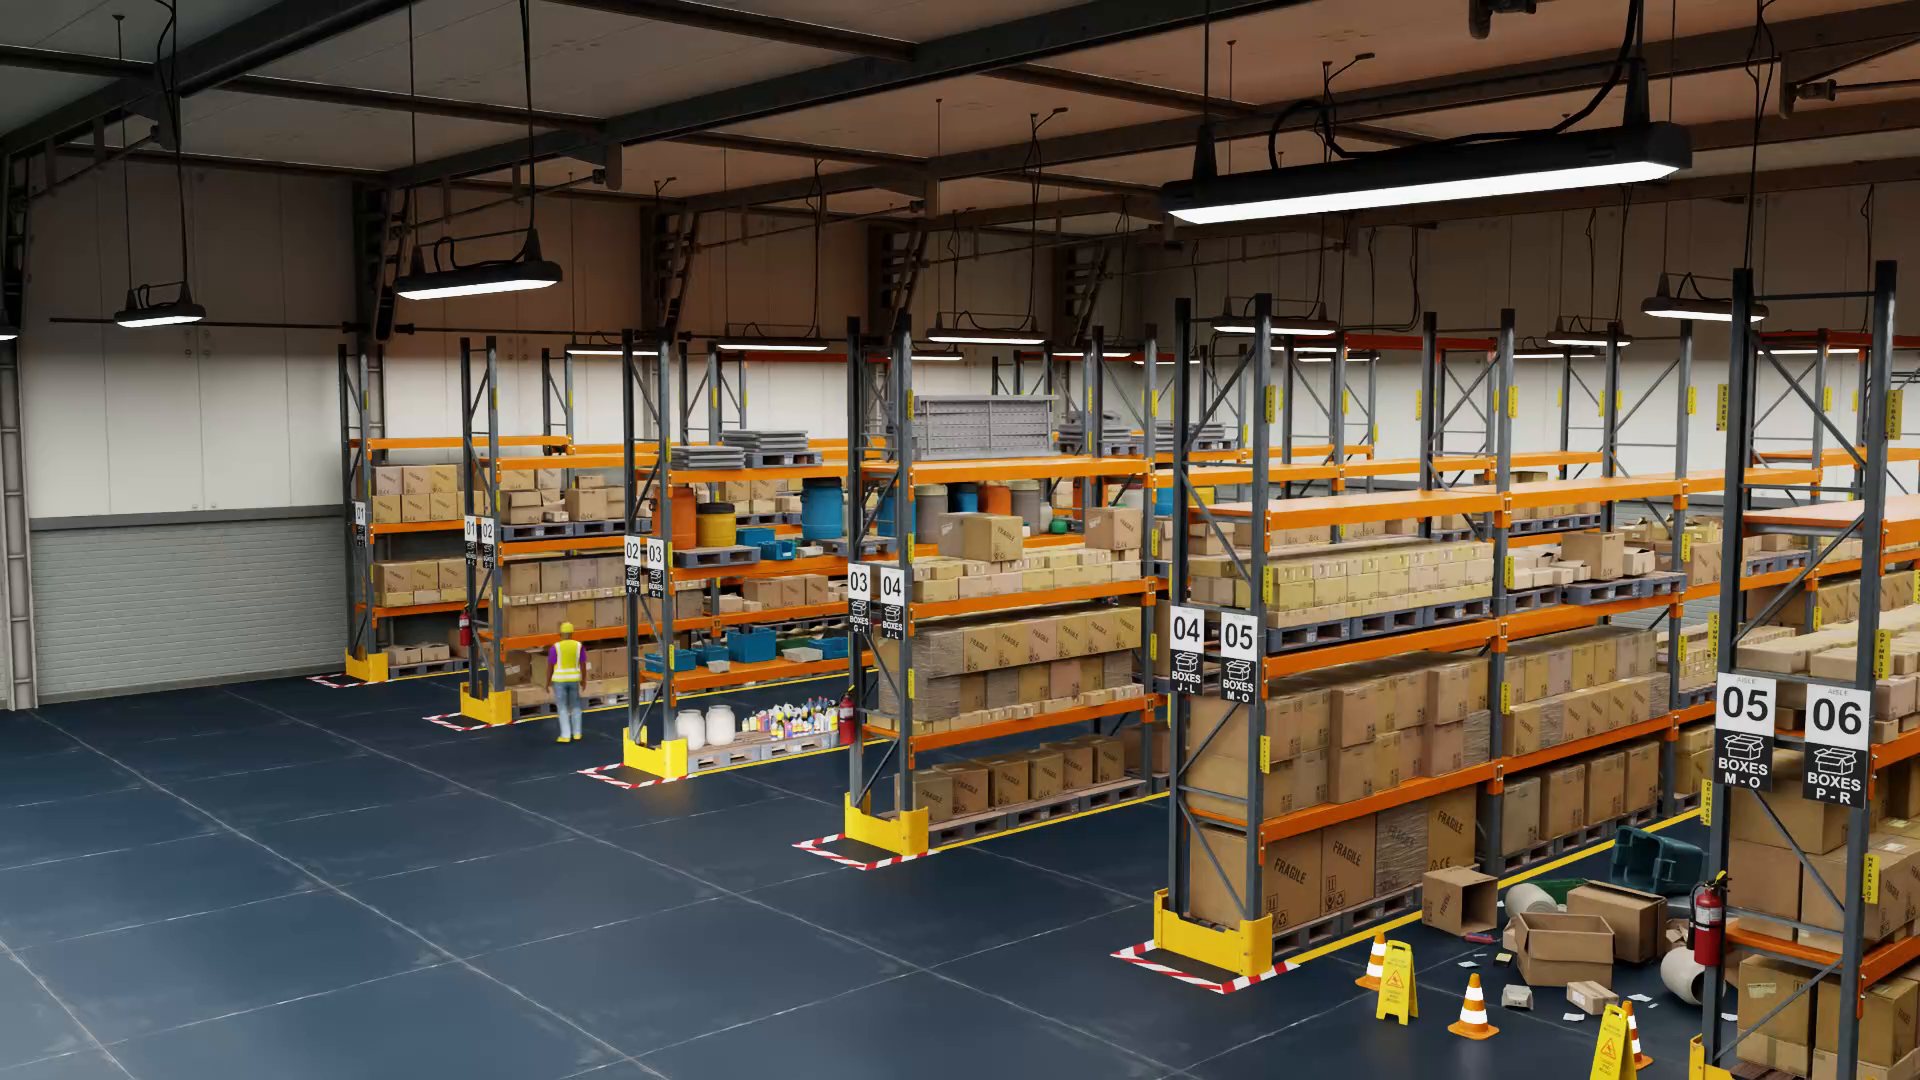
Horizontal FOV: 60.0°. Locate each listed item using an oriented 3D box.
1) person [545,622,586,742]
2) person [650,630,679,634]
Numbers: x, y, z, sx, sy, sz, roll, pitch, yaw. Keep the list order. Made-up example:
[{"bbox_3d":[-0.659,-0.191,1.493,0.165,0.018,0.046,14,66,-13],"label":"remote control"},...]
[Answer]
[{"bbox_3d":[-5.844,2.083,24.539,0.609,1.779,0.504,-4,6,-37],"label":"person"},{"bbox_3d":[-5.453,1.548,30.500,0.627,1.778,0.372,-1,5,-11],"label":"person"}]
